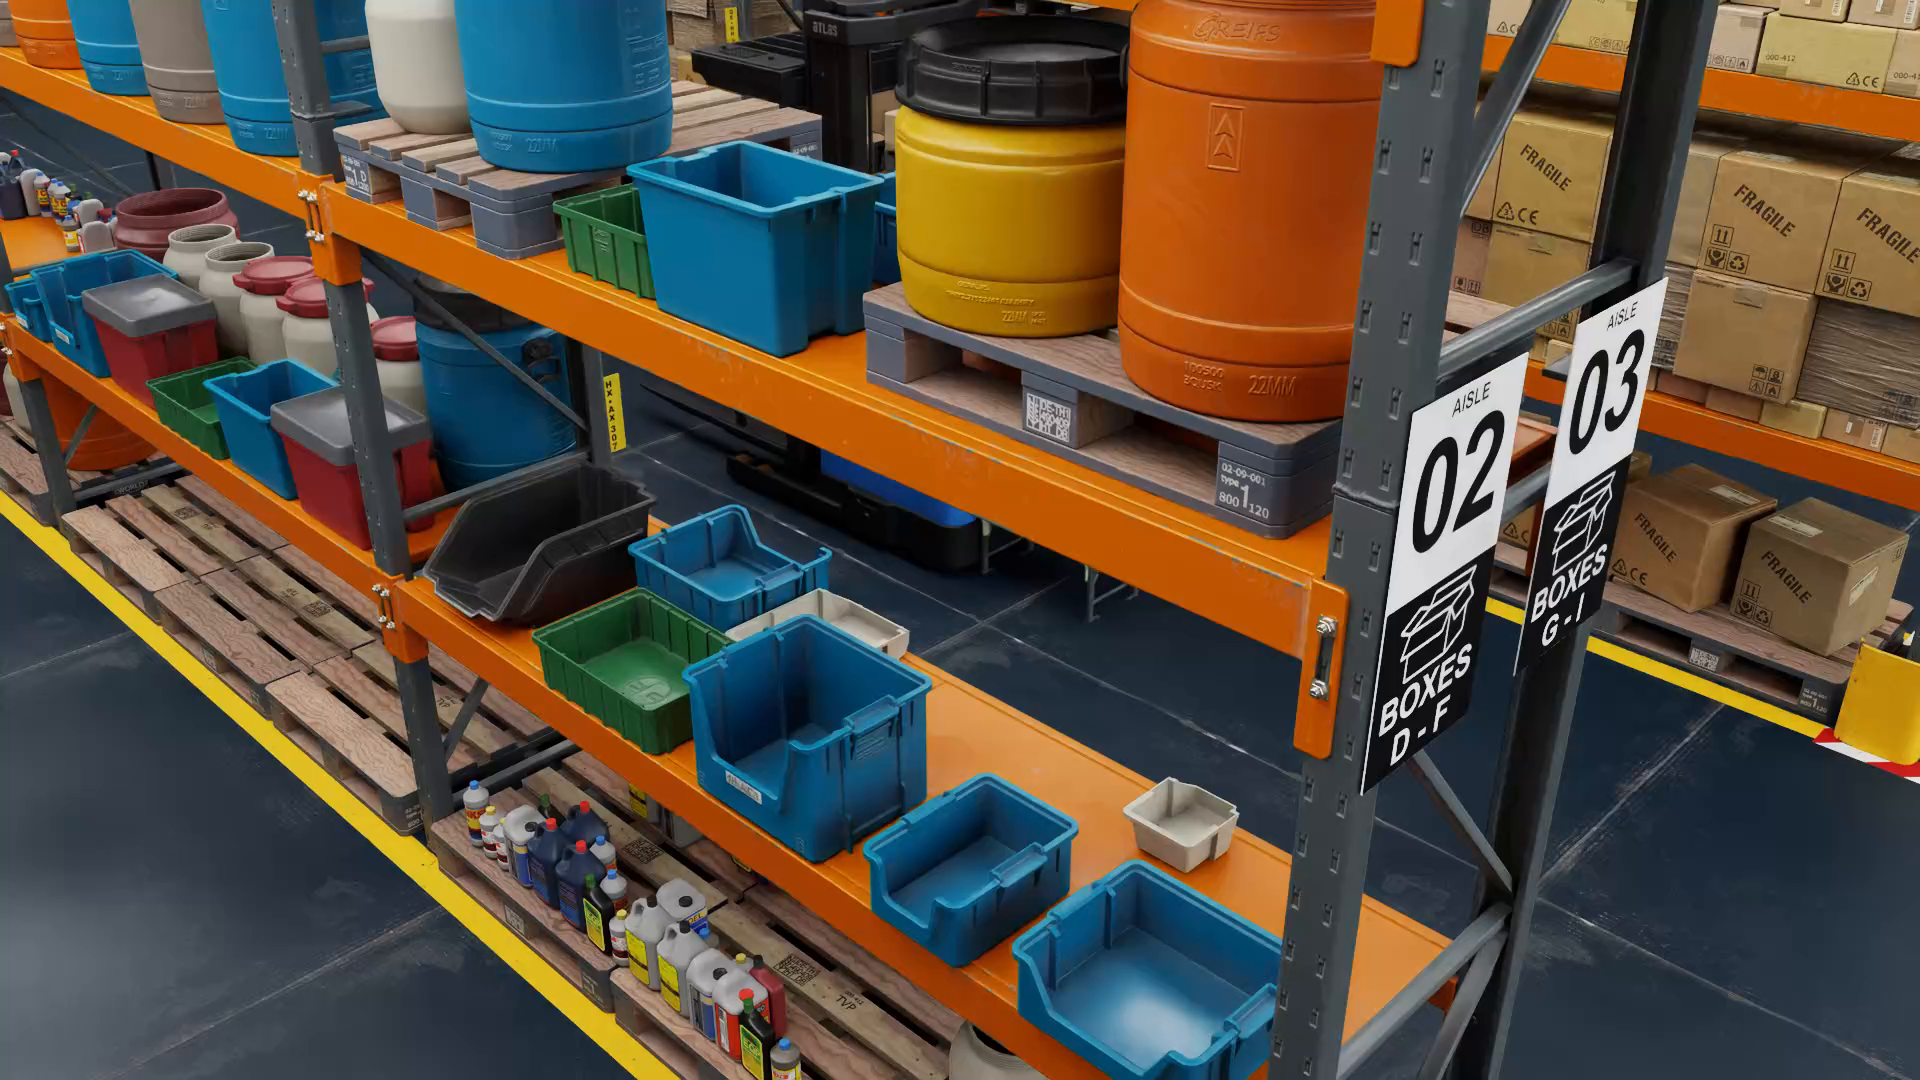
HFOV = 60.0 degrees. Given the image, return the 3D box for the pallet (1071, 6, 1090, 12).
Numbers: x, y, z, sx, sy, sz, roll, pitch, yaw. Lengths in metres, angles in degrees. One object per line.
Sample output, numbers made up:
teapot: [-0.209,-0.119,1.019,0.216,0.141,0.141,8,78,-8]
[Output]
pallet: [1.792,-4.880,15.514,1.003,0.211,1.213,25,36,38]

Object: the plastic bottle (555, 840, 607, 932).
plastic bottle: [-1.376,1.235,6.052,0.185,0.351,0.144,23,35,36]

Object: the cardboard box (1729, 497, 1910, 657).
cardboard box: [4.096,0.167,7.944,0.500,0.500,0.500,-18,33,-30]

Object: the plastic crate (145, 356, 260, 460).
plastic crate: [-3.235,-0.587,7.370,0.662,0.188,0.450,25,36,38]

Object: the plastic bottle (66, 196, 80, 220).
plastic bottle: [-5.165,-1.880,9.741,0.097,0.271,0.097,0,28,0]

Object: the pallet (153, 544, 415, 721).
pallet: [-3.257,0.387,8.287,1.213,0.211,1.003,25,36,38]

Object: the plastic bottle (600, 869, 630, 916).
plastic bottle: [-1.245,1.305,6.003,0.097,0.271,0.097,0,28,0]

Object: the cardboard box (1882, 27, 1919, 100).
cardboard box: [4.008,-1.879,6.538,0.500,0.250,0.500,-24,36,-38]

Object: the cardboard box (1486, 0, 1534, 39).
cardboard box: [2.546,-2.542,7.800,0.500,0.250,0.500,23,35,36]

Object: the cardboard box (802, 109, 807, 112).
cardboard box: [-0.762,-3.222,11.596,0.500,0.500,0.500,20,33,33]

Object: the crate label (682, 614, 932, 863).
crate label: [-0.445,0.573,4.899,0.616,0.435,0.502,25,36,38]

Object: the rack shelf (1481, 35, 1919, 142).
rack shelf: [3.103,-2.206,7.773,4.000,0.370,1.077,25,36,38]

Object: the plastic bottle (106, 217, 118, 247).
plastic bottle: [-4.729,-1.704,9.402,0.135,0.276,0.152,25,36,38]

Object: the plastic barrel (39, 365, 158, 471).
plastic barrel: [-5.008,-0.890,9.601,0.708,0.830,0.600,25,36,38]

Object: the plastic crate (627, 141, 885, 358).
plastic crate: [-0.514,-0.743,4.235,0.575,0.384,0.392,25,36,38]

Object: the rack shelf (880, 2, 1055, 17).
rack shelf: [0.948,-5.102,16.503,4.000,0.370,1.077,25,36,38]

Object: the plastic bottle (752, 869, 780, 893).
plastic bottle: [-0.728,1.174,6.240,0.133,0.283,0.061,25,36,38]

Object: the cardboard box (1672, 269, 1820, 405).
cardboard box: [3.716,-1.032,7.563,0.500,0.500,0.875,25,36,38]

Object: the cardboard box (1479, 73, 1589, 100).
cardboard box: [2.904,-2.086,8.493,0.500,0.500,0.500,25,36,38]

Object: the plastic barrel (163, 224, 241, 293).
plastic barrel: [-3.764,-1.296,8.371,0.421,0.512,0.421,0,28,0]

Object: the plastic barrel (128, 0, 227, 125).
plastic barrel: [-2.776,-2.063,6.188,0.600,0.901,0.600,0,28,0]

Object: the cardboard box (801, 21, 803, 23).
cardboard box: [-1.675,-5.960,19.334,0.250,0.149,0.380,25,37,39]

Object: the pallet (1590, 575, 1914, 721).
pallet: [3.921,0.388,8.285,1.213,0.211,1.003,25,36,38]

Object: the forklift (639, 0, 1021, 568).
forklift: [-0.747,-1.731,9.393,3.031,2.935,1.130,24,36,38]

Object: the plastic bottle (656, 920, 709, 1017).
plastic bottle: [-0.940,1.434,5.673,0.144,0.351,0.185,-24,36,-37]

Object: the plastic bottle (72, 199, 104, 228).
plastic bottle: [-5.059,-1.855,9.689,0.135,0.276,0.152,25,36,38]

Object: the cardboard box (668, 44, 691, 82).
cardboard box: [-2.052,-3.442,12.466,0.500,0.500,0.500,24,36,38]

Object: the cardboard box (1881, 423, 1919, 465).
cardboard box: [4.182,-0.458,7.167,0.250,0.149,0.380,25,36,38]

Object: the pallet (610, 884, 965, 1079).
pallet: [-0.471,1.660,5.867,1.213,0.211,1.003,25,36,38]

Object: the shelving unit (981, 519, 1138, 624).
shelving unit: [0.521,-0.428,8.453,0.755,1.500,0.431,24,36,38]

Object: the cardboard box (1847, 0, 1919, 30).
cardboard box: [3.737,-2.146,6.618,0.250,0.149,0.380,23,35,36]

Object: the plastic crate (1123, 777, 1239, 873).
plastic crate: [0.645,0.817,4.756,0.250,0.136,0.298,25,36,38]

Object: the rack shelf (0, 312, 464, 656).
rack shelf: [-3.221,-0.540,7.827,4.000,0.370,1.077,25,36,38]

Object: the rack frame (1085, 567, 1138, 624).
rack frame: [0.784,-0.309,8.227,0.023,1.500,0.400,24,36,38]

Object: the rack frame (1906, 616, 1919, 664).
rack frame: [4.530,-0.544,7.062,0.127,3.000,1.000,25,36,38]

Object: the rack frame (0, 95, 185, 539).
rack frame: [-4.647,-1.511,8.900,0.127,3.000,1.000,25,36,38]

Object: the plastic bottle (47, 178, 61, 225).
plastic bottle: [-5.452,-2.051,10.066,0.097,0.271,0.097,0,28,0]

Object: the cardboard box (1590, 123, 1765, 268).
cardboard box: [3.249,-1.585,7.541,0.500,0.500,0.500,25,36,38]

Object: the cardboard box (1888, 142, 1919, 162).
cardboard box: [4.328,-1.433,7.250,0.500,0.500,0.500,25,36,38]

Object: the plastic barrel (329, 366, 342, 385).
plastic barrel: [-2.631,-0.627,7.369,0.301,0.262,0.301,0,28,0]

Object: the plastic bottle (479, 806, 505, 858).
plastic bottle: [-1.803,1.121,6.430,0.097,0.201,0.097,0,28,0]

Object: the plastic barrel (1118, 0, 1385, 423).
plastic barrel: [0.622,-0.721,3.262,0.708,0.830,0.600,25,36,38]

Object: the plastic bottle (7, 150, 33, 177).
plastic bottle: [-5.829,-2.243,10.347,0.185,0.351,0.144,25,36,38]

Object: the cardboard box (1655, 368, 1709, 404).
cardboard box: [3.473,-0.786,7.791,0.250,0.149,0.380,25,36,38]

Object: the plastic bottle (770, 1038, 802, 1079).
plastic bottle: [-0.560,1.689,5.348,0.097,0.201,0.097,0,28,0]

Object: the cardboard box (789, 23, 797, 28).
cardboard box: [-1.996,-5.809,19.046,0.250,0.149,0.380,25,36,38]
